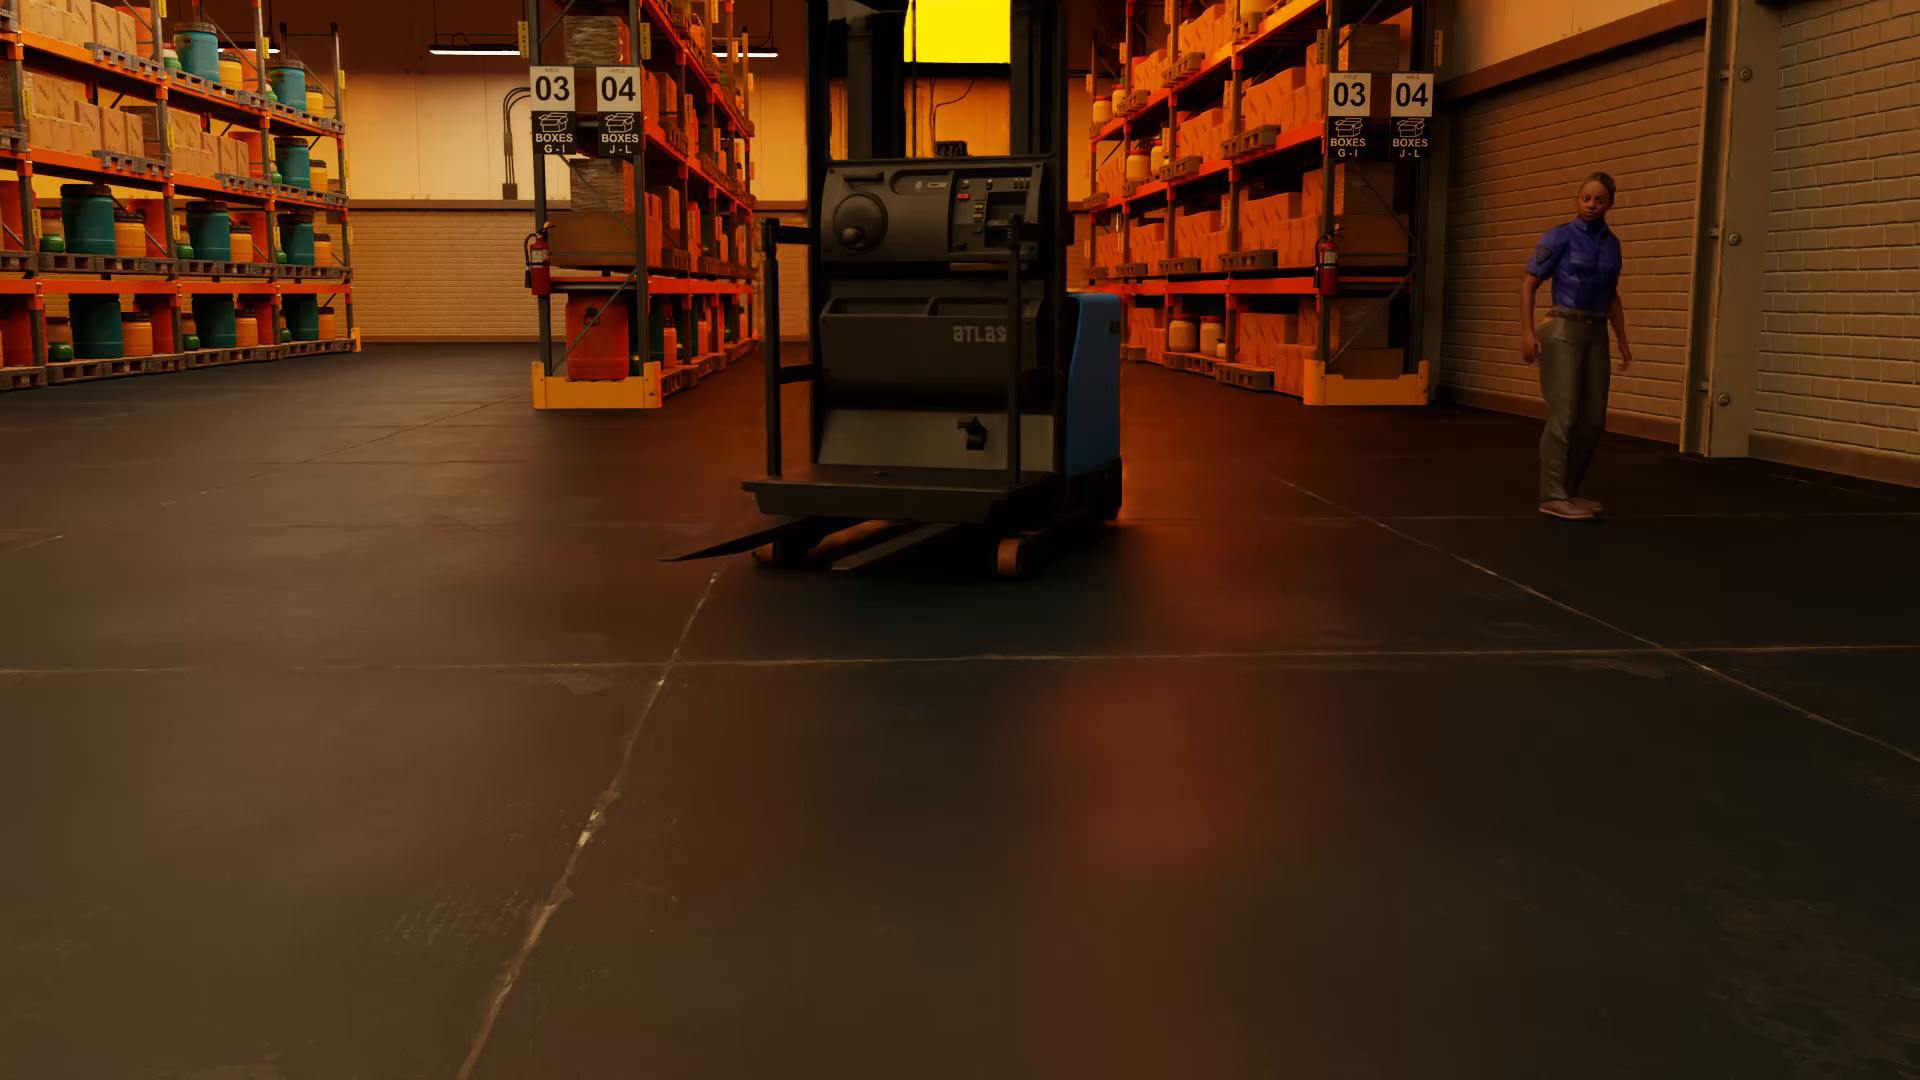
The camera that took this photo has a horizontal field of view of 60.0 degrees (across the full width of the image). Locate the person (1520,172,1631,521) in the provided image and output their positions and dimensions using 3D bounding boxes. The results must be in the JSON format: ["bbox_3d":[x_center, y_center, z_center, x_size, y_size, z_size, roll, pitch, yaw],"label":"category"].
[{"bbox_3d":[3.015,-0.933,8.034,0.637,1.637,0.444,-4,9,-26],"label":"person"}]

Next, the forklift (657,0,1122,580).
[{"bbox_3d":[-0.183,-1.364,6.514,1.130,2.935,3.031,3,9,18],"label":"forklift"}]
